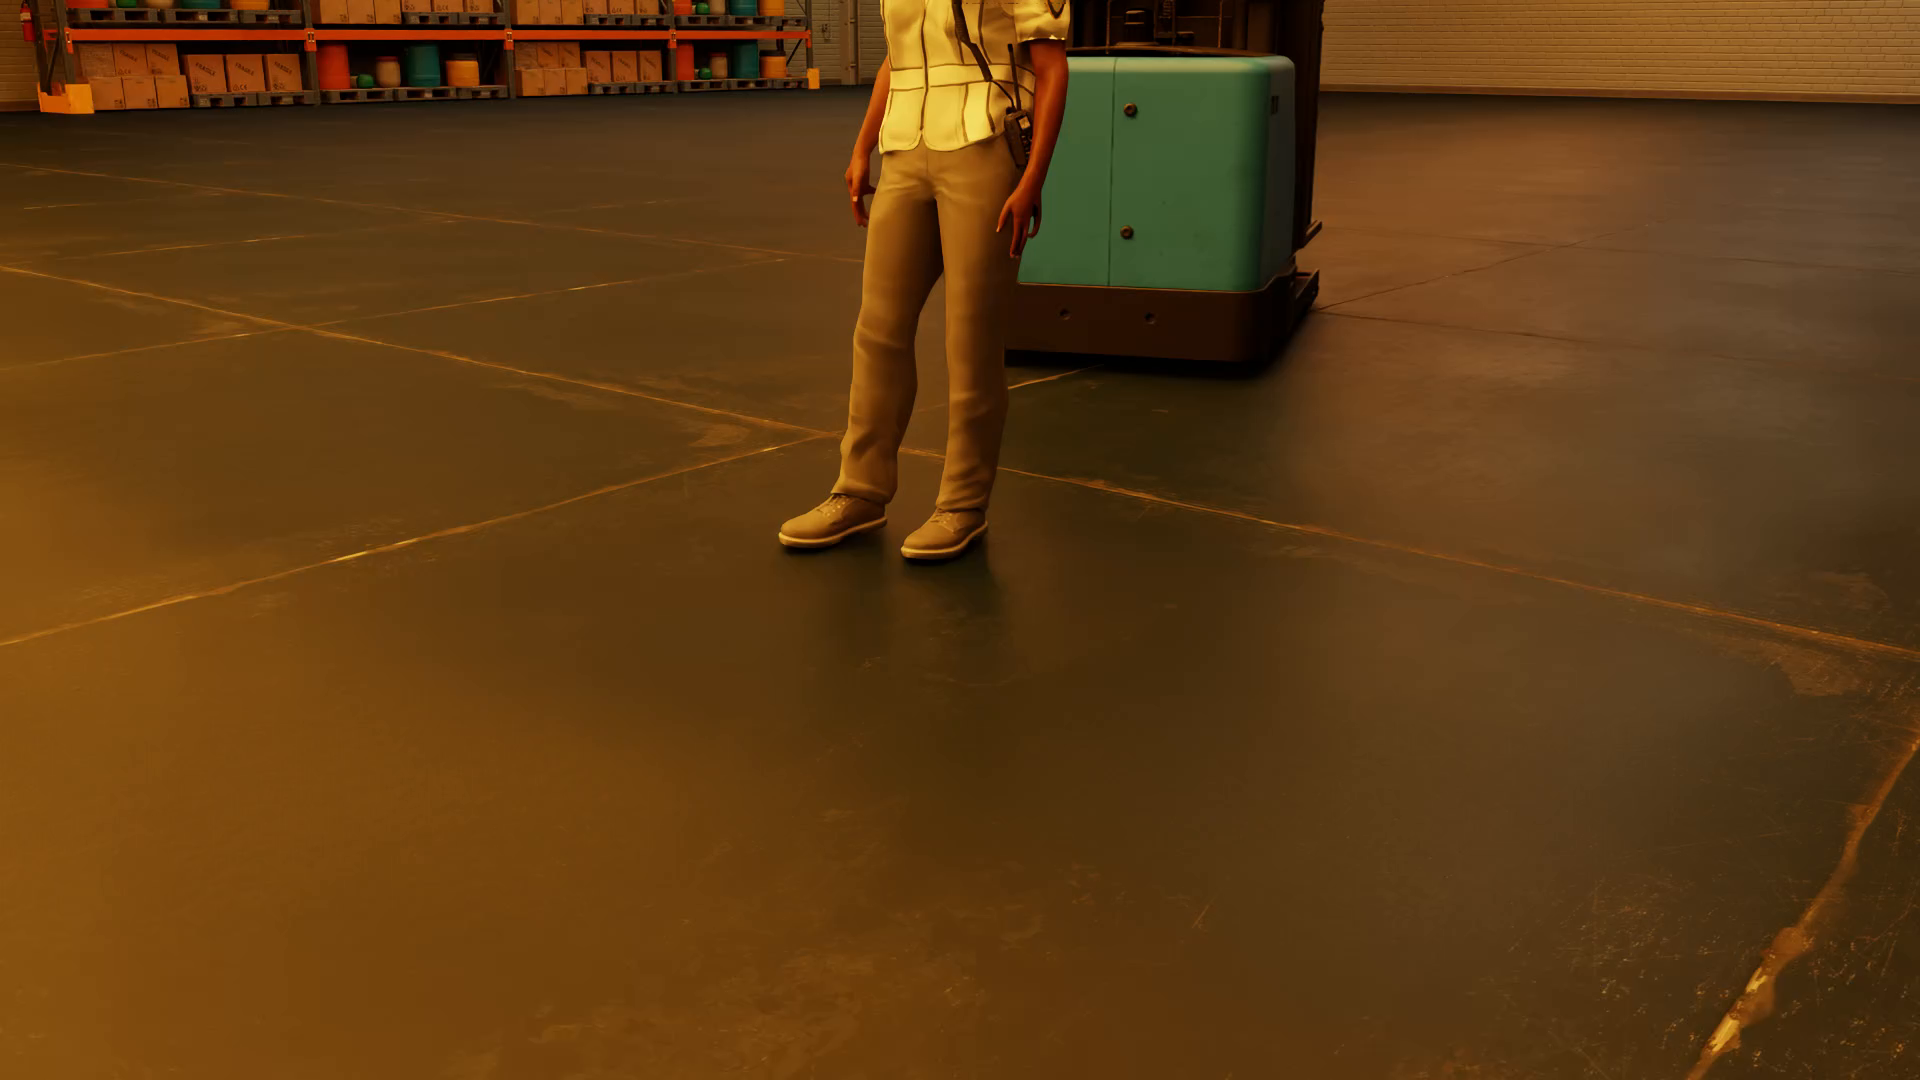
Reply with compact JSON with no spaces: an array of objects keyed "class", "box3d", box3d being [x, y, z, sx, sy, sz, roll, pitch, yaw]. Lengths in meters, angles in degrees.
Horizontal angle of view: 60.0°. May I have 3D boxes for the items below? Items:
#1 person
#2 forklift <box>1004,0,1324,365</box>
[{"class":"person","box3d":[-0.063,-0.803,3.650,0.570,1.694,0.528,13,21,37]},{"class":"forklift","box3d":[0.956,-2.401,6.805,1.130,2.935,3.031,5,18,16]}]
